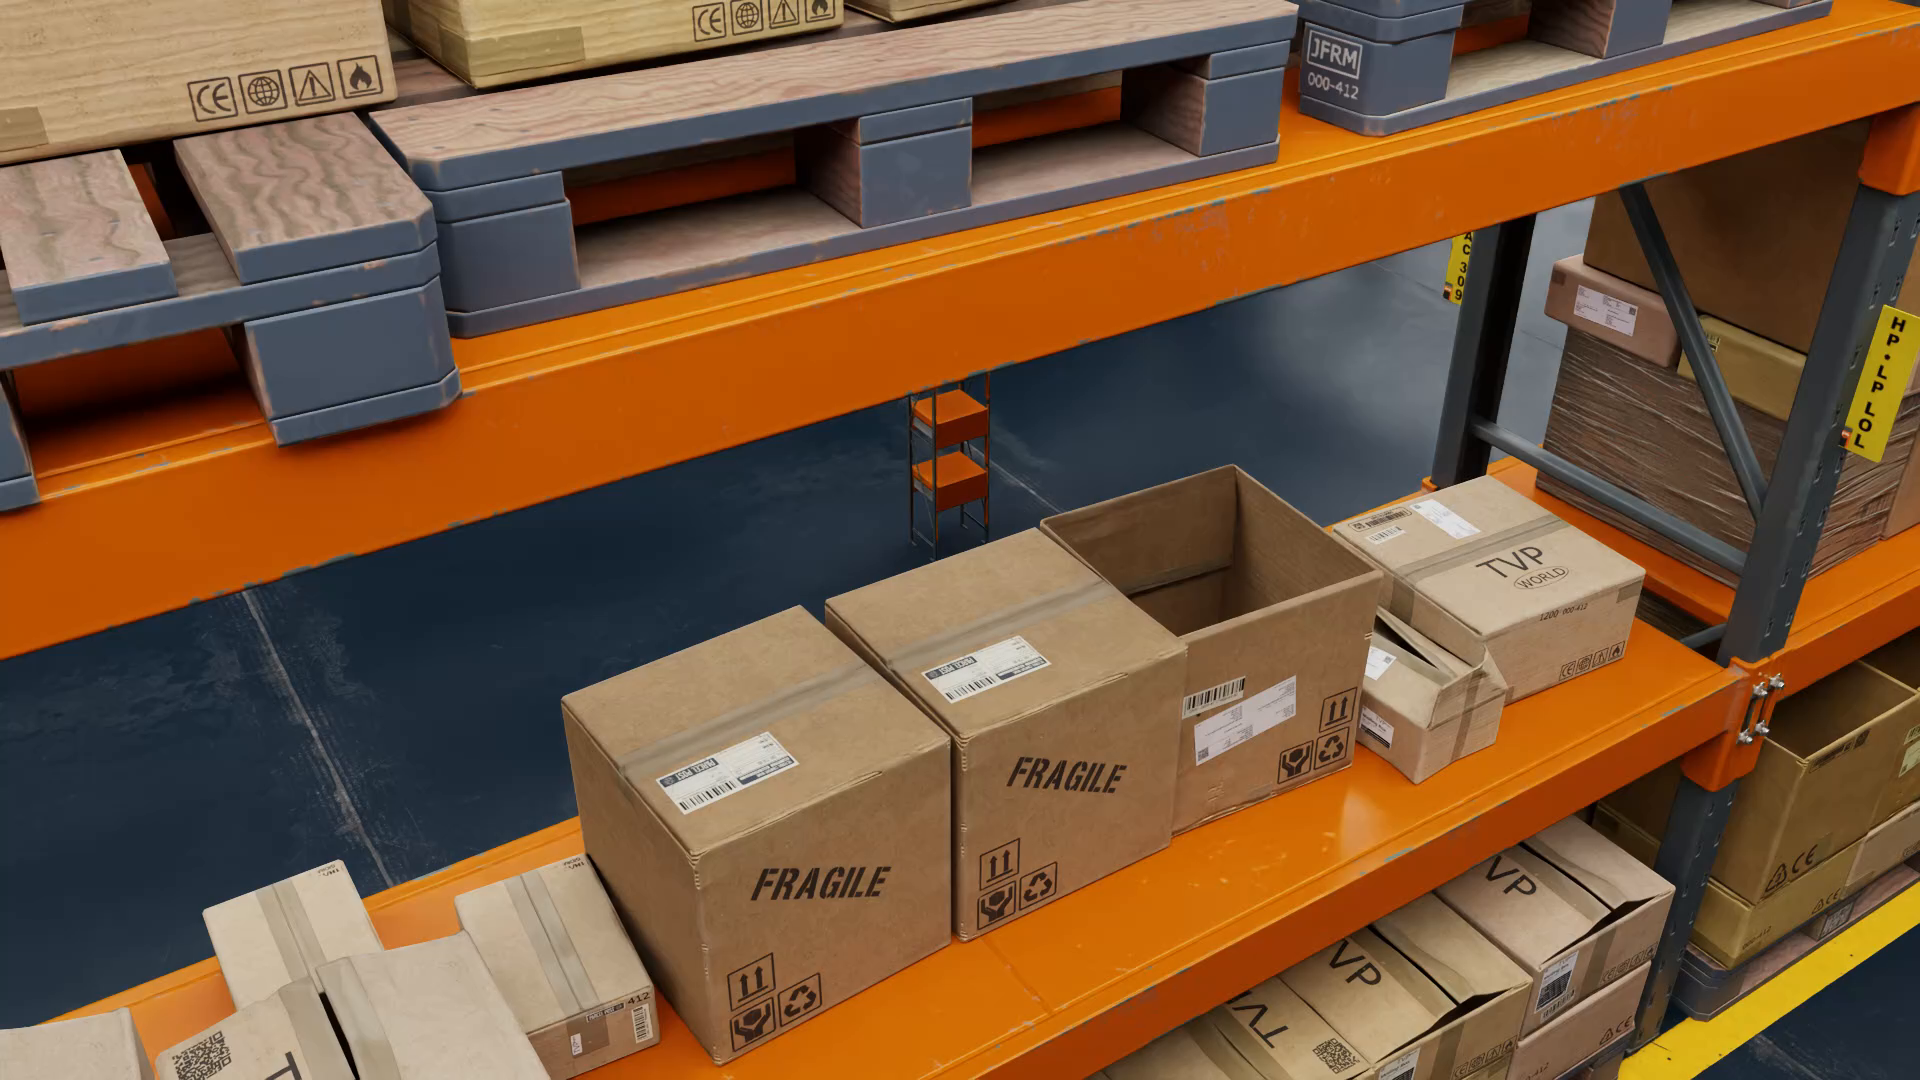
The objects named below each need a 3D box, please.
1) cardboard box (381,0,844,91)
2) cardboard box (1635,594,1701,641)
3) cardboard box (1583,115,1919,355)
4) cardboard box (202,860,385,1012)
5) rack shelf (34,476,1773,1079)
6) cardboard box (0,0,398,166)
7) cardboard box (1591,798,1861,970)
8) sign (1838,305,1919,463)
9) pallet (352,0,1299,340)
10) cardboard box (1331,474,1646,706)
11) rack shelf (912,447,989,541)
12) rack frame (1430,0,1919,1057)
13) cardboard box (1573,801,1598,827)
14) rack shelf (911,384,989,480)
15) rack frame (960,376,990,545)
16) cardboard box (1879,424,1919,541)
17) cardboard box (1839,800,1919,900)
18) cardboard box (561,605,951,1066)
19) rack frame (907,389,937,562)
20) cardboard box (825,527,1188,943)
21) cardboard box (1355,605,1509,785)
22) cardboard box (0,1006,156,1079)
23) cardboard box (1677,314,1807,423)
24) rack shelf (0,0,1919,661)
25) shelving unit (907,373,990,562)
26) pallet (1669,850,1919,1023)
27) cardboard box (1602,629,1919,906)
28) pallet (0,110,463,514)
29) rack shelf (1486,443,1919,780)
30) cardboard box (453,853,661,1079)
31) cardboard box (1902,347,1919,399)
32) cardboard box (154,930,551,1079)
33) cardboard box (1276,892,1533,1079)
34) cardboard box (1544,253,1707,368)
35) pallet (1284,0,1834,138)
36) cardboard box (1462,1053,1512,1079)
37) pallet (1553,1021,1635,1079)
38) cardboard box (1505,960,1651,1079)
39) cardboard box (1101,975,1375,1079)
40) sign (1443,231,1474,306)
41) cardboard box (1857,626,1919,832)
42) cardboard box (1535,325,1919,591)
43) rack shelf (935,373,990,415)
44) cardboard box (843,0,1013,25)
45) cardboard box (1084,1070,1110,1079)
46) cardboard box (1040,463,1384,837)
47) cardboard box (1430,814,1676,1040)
[{"bbox_3d":[-0.494,-0.808,2.155,0.500,0.250,0.500,-20,37,-28],"label":"cardboard box"},{"bbox_3d":[2.297,0.191,5.116,0.500,0.500,0.500,-19,37,-27],"label":"cardboard box"},{"bbox_3d":[1.969,-0.827,3.941,0.500,0.500,0.700,-19,37,-27],"label":"cardboard box"},{"bbox_3d":[-1.156,0.773,2.948,0.250,0.149,0.380,-19,37,-27],"label":"cardboard box"},{"bbox_3d":[-0.082,0.777,3.381,4.000,0.370,1.077,-19,37,-27],"label":"rack shelf"},{"bbox_3d":[-0.981,-0.648,1.901,0.500,0.250,0.500,-18,36,-26],"label":"cardboard box"},{"bbox_3d":[2.153,0.882,4.724,0.500,0.250,0.500,-19,37,-27],"label":"cardboard box"},{"bbox_3d":[1.902,-0.321,3.436,0.005,0.325,0.100,-19,37,-27],"label":"sign"},{"bbox_3d":[-0.302,-0.699,2.412,1.213,0.211,1.003,-17,36,-25],"label":"pallet"},{"bbox_3d":[1.209,0.120,3.889,0.500,0.250,0.500,-17,36,-24],"label":"cardboard box"},{"bbox_3d":[-0.045,-0.185,6.599,0.240,0.259,0.215,-19,37,-27],"label":"rack shelf"},{"bbox_3d":[1.599,-0.105,4.106,0.127,3.000,1.000,-19,37,-27],"label":"rack frame"},{"bbox_3d":[1.871,0.648,5.095,0.500,0.250,0.500,-19,37,-27],"label":"cardboard box"},{"bbox_3d":[-0.045,-0.420,6.451,0.240,0.259,0.215,-19,37,-27],"label":"rack shelf"},{"bbox_3d":[0.058,-0.464,6.501,0.008,1.050,0.200,-19,37,-27],"label":"rack frame"},{"bbox_3d":[2.409,-0.434,4.533,0.500,0.500,0.700,-19,37,-28],"label":"cardboard box"},{"bbox_3d":[2.576,0.740,4.950,0.500,0.250,0.500,-19,37,-27],"label":"cardboard box"},{"bbox_3d":[-0.361,0.516,3.026,0.500,0.500,0.500,-21,38,-30],"label":"cardboard box"},{"bbox_3d":[-0.148,-0.393,6.390,0.008,1.050,0.200,-19,37,-27],"label":"rack frame"},{"bbox_3d":[0.081,0.364,3.268,0.500,0.500,0.500,-19,37,-27],"label":"cardboard box"},{"bbox_3d":[0.960,0.288,3.608,0.258,0.266,0.396,-20,37,-28],"label":"cardboard box"},{"bbox_3d":[-1.433,1.003,2.432,0.500,0.311,0.500,-17,36,-24],"label":"cardboard box"},{"bbox_3d":[1.930,-0.413,3.891,0.250,0.149,0.380,-19,37,-27],"label":"cardboard box"},{"bbox_3d":[-0.082,-0.492,2.581,4.000,0.370,1.077,-19,37,-27],"label":"rack shelf"},{"bbox_3d":[-0.045,-0.429,6.445,0.252,1.050,0.215,-19,37,-27],"label":"shelving unit"},{"bbox_3d":[2.290,0.863,5.184,1.213,0.211,1.003,-19,37,-27],"label":"pallet"},{"bbox_3d":[2.159,0.569,4.517,0.500,0.500,0.500,-19,37,-27],"label":"cardboard box"},{"bbox_3d":[-1.241,-0.374,1.897,1.003,0.211,1.213,-17,36,-25],"label":"pallet"},{"bbox_3d":[3.280,-0.379,5.214,4.000,0.370,1.077,-19,37,-27],"label":"rack shelf"},{"bbox_3d":[-0.721,0.763,2.964,0.250,0.149,0.380,-16,36,-24],"label":"cardboard box"},{"bbox_3d":[2.141,-0.485,4.006,0.250,0.149,0.380,-18,37,-27],"label":"cardboard box"},{"bbox_3d":[-0.906,0.917,2.568,0.500,0.311,0.500,-19,37,-28],"label":"cardboard box"},{"bbox_3d":[0.980,1.042,3.945,0.500,0.311,0.500,-18,36,-26],"label":"cardboard box"},{"bbox_3d":[1.712,-0.597,4.183,0.250,0.149,0.380,-19,37,-27],"label":"cardboard box"},{"bbox_3d":[0.865,-1.032,2.943,1.217,0.209,0.805,-21,38,-29],"label":"pallet"},{"bbox_3d":[0.982,1.275,4.100,0.500,0.250,0.500,-20,37,-28],"label":"cardboard box"},{"bbox_3d":[1.001,1.304,4.484,1.213,0.211,1.003,-19,37,-27],"label":"pallet"},{"bbox_3d":[1.408,1.130,4.331,0.500,0.250,0.500,-19,37,-28],"label":"cardboard box"},{"bbox_3d":[0.560,1.185,3.718,0.500,0.311,0.500,-19,37,-27],"label":"cardboard box"},{"bbox_3d":[1.297,-0.753,4.247,0.005,0.325,0.100,-19,37,-27],"label":"sign"},{"bbox_3d":[2.575,0.421,4.752,0.500,0.500,0.500,-19,37,-27],"label":"cardboard box"},{"bbox_3d":[1.969,-0.279,4.287,0.500,0.500,0.700,-20,37,-28],"label":"cardboard box"},{"bbox_3d":[-0.045,-0.660,6.300,0.240,0.259,0.215,-19,37,-27],"label":"rack shelf"},{"bbox_3d":[-0.041,-0.963,2.401,0.500,0.250,0.500,-22,39,-31],"label":"cardboard box"},{"bbox_3d":[0.135,1.328,3.491,0.500,0.311,0.500,-19,37,-28],"label":"cardboard box"},{"bbox_3d":[0.502,0.219,3.497,0.500,0.500,0.500,-16,36,-24],"label":"cardboard box"},{"bbox_3d":[1.414,0.888,4.188,0.500,0.311,0.500,-19,37,-27],"label":"cardboard box"}]
